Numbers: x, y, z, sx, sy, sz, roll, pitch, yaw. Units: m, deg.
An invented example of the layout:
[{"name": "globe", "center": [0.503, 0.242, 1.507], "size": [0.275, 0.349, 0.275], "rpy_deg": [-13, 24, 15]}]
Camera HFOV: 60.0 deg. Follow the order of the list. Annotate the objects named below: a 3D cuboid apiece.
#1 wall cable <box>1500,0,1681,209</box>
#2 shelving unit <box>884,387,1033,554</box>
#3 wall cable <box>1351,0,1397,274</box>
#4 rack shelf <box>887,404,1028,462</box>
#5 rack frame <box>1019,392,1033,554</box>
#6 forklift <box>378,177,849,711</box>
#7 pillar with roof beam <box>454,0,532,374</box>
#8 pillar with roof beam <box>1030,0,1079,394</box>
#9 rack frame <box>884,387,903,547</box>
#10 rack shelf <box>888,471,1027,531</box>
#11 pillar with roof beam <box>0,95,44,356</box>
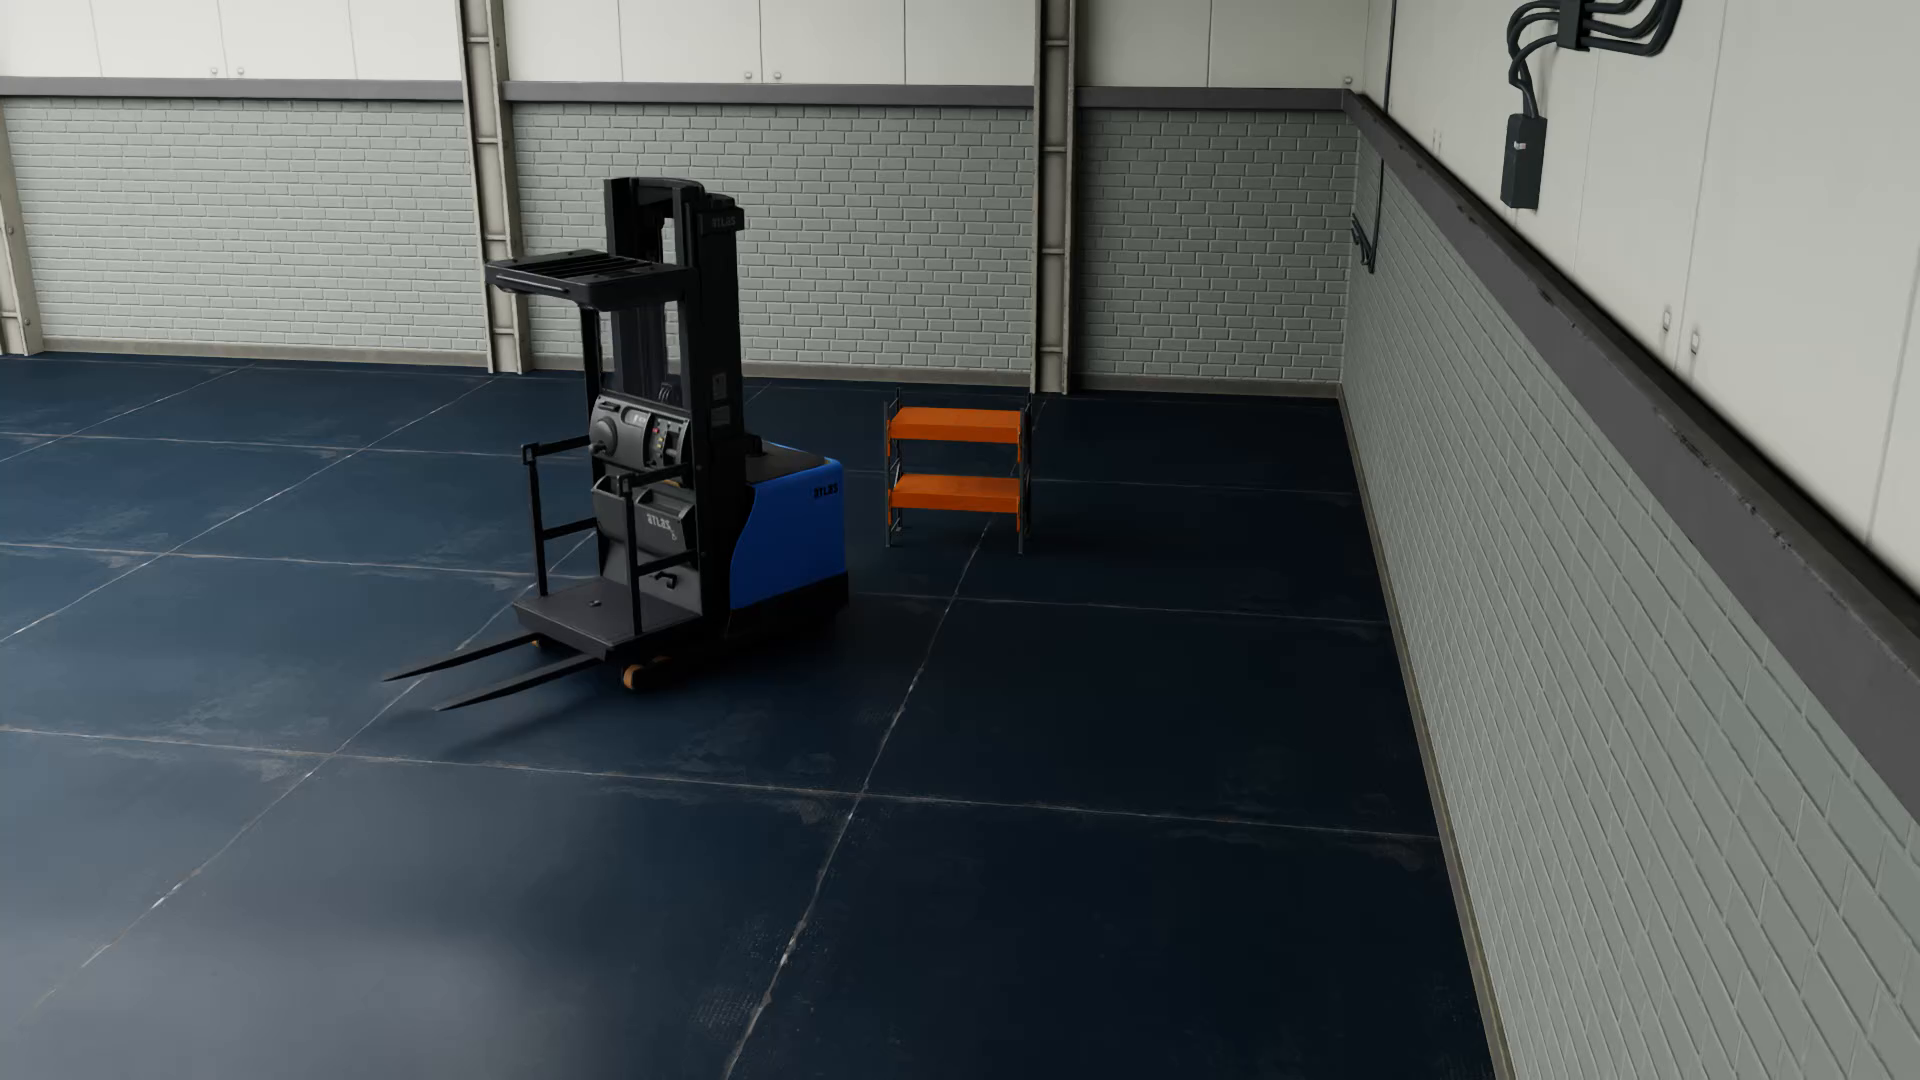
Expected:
[{"name": "wall cable", "center": [2.129, -3.920, 4.977], "size": [0.169, 6.003, 2.305], "rpy_deg": [3, 19, 9]}, {"name": "shelving unit", "center": [-0.007, -0.534, 12.626], "size": [1.048, 1.125, 0.538], "rpy_deg": [3, 19, 9]}, {"name": "wall cable", "center": [3.651, -3.808, 14.896], "size": [0.112, 2.526, 3.097], "rpy_deg": [3, 19, 9]}, {"name": "rack shelf", "center": [-0.007, -0.811, 12.533], "size": [1.000, 0.278, 0.538], "rpy_deg": [3, 19, 9]}, {"name": "rack frame", "center": [0.495, -0.508, 12.549], "size": [0.032, 1.125, 0.500], "rpy_deg": [3, 19, 9]}, {"name": "forklift", "center": [-2.124, -0.653, 10.136], "size": [1.130, 2.935, 3.031], "rpy_deg": [16, 25, 40]}, {"name": "pillar with roof beam", "center": [-5.655, -4.796, 12.956], "size": [0.400, 9.000, 9.100], "rpy_deg": [3, 19, 9]}, {"name": "pillar with roof beam", "center": [0.269, -4.494, 12.053], "size": [0.400, 9.000, 9.100], "rpy_deg": [3, 19, 9]}, {"name": "rack frame", "center": [-0.509, -0.559, 12.702], "size": [0.032, 1.125, 0.500], "rpy_deg": [3, 19, 9]}, {"name": "rack shelf", "center": [-0.007, -0.302, 12.703], "size": [1.000, 0.278, 0.538], "rpy_deg": [3, 19, 9]}, {"name": "pillar with roof beam", "center": [-11.579, -5.098, 13.858], "size": [0.400, 9.000, 9.100], "rpy_deg": [3, 19, 9]}]
